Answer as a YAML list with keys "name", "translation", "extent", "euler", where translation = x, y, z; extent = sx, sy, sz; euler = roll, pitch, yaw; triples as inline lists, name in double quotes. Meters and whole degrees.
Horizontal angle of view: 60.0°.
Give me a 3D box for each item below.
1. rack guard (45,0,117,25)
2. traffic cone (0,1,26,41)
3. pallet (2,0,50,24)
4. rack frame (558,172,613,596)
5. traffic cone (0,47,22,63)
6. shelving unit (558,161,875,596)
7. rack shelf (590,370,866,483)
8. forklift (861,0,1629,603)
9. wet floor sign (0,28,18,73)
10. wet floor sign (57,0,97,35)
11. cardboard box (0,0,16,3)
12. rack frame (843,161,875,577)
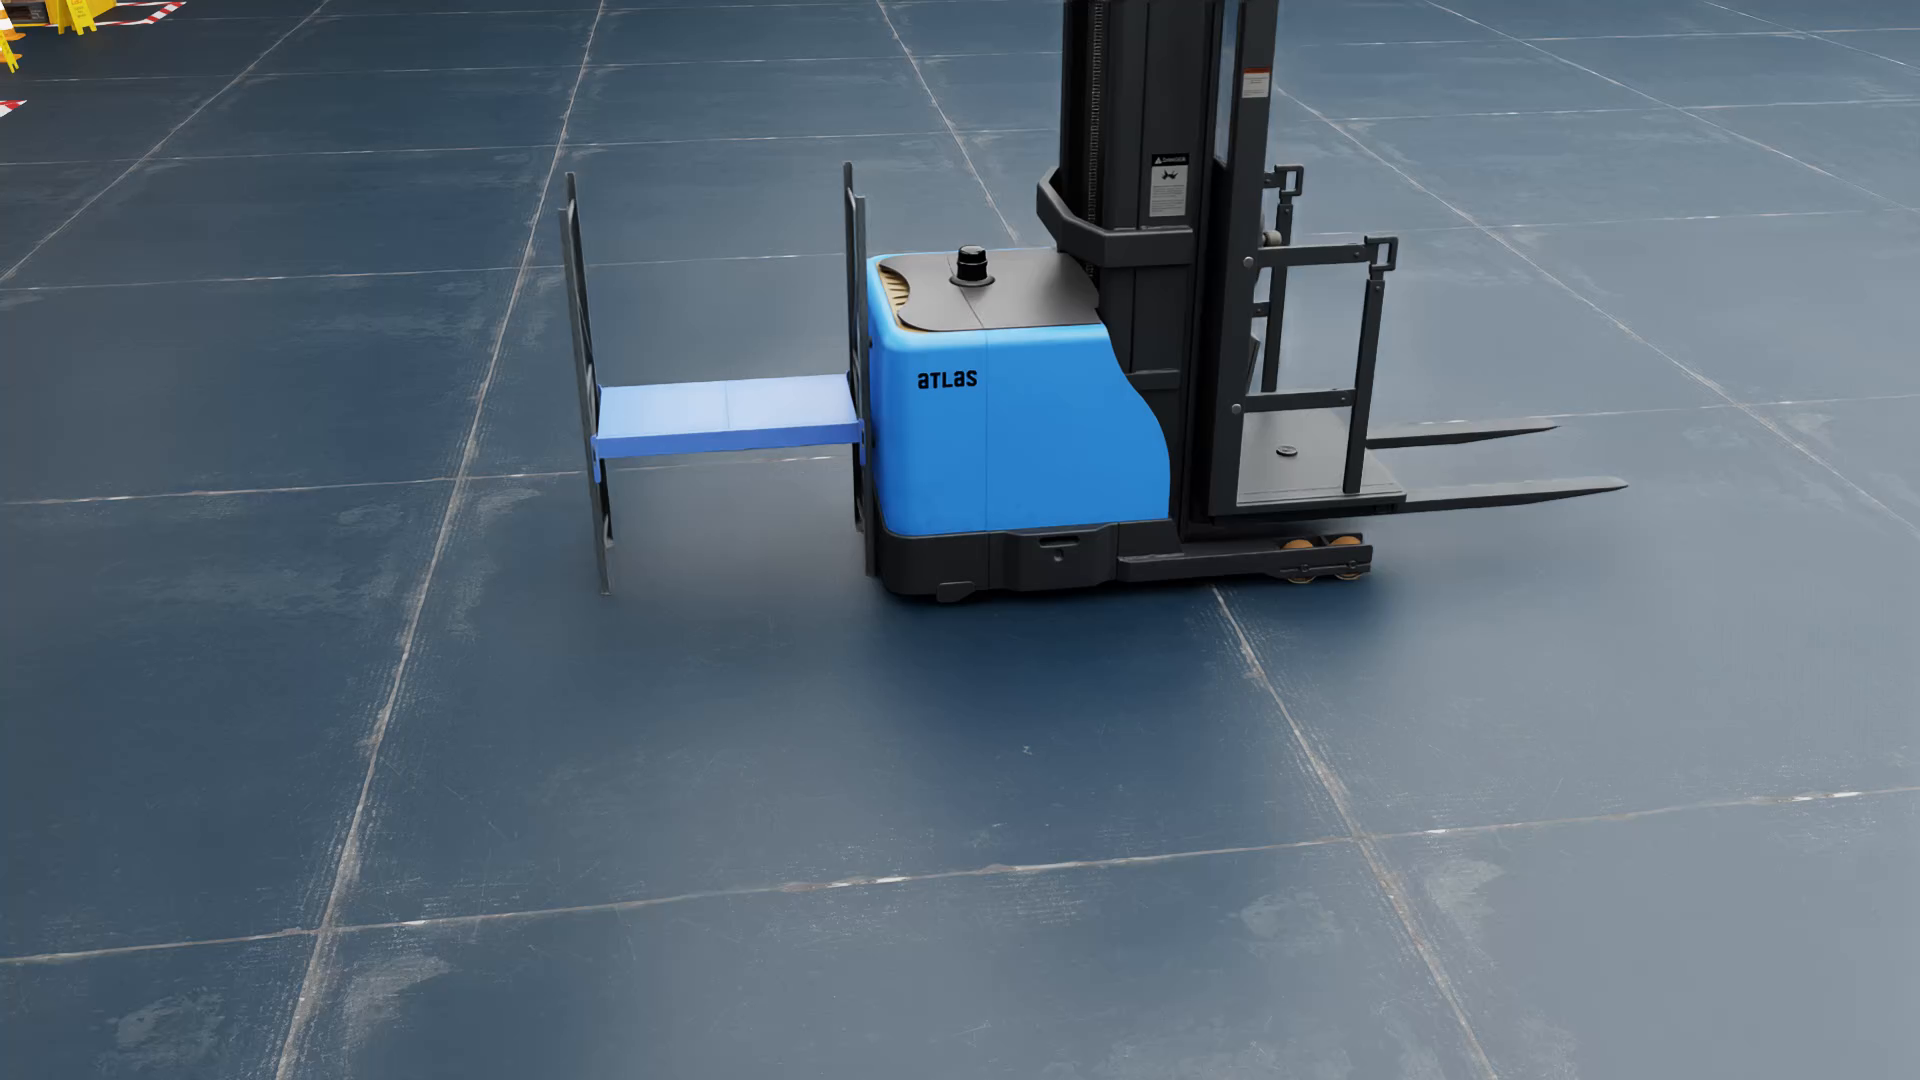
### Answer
- name: "rack guard"
  translation: [-9.251, -5.776, 17.460]
  extent: [0.348, 0.500, 1.175]
  euler: [-4, 27, -7]
- name: "traffic cone"
  translation: [-9.422, -5.154, 16.288]
  extent: [0.334, 0.463, 0.336]
  euler: [-4, 27, -7]
- name: "pallet"
  translation: [-10.061, -5.612, 17.457]
  extent: [1.213, 0.211, 1.003]
  euler: [-4, 27, -7]
- name: "rack frame"
  translation: [-1.389, -0.567, 6.212]
  extent: [0.032, 1.500, 0.500]
  euler: [-4, 27, -8]
- name: "traffic cone"
  translation: [-8.931, -4.674, 15.352]
  extent: [0.334, 0.463, 0.336]
  euler: [-4, 27, -7]
- name: "shelving unit"
  translation: [-0.887, -0.603, 6.282]
  extent: [1.048, 1.500, 0.538]
  euler: [-4, 27, -8]
- name: "rack shelf"
  translation: [-0.887, -0.443, 6.364]
  extent: [1.000, 0.185, 0.538]
  euler: [-4, 27, -8]
- name: "forklift"
  translation: [1.147, -1.370, 6.209]
  extent: [3.031, 2.935, 1.130]
  euler: [-4, 27, -8]
- name: "wet floor sign"
  translation: [-8.633, -4.512, 14.836]
  extent: [0.232, 0.644, 0.267]
  euler: [-8, 28, -16]
- name: "wet floor sign"
  translation: [-8.839, -5.374, 16.517]
  extent: [0.232, 0.644, 0.267]
  euler: [6, 28, 11]
- name: "cardboard box"
  translation: [-9.963, -5.682, 17.091]
  extent: [0.500, 0.250, 0.500]
  euler: [-4, 27, -7]
- name: "rack frame"
  translation: [-0.385, -0.639, 6.352]
  extent: [0.032, 1.500, 0.500]
  euler: [-4, 27, -8]
